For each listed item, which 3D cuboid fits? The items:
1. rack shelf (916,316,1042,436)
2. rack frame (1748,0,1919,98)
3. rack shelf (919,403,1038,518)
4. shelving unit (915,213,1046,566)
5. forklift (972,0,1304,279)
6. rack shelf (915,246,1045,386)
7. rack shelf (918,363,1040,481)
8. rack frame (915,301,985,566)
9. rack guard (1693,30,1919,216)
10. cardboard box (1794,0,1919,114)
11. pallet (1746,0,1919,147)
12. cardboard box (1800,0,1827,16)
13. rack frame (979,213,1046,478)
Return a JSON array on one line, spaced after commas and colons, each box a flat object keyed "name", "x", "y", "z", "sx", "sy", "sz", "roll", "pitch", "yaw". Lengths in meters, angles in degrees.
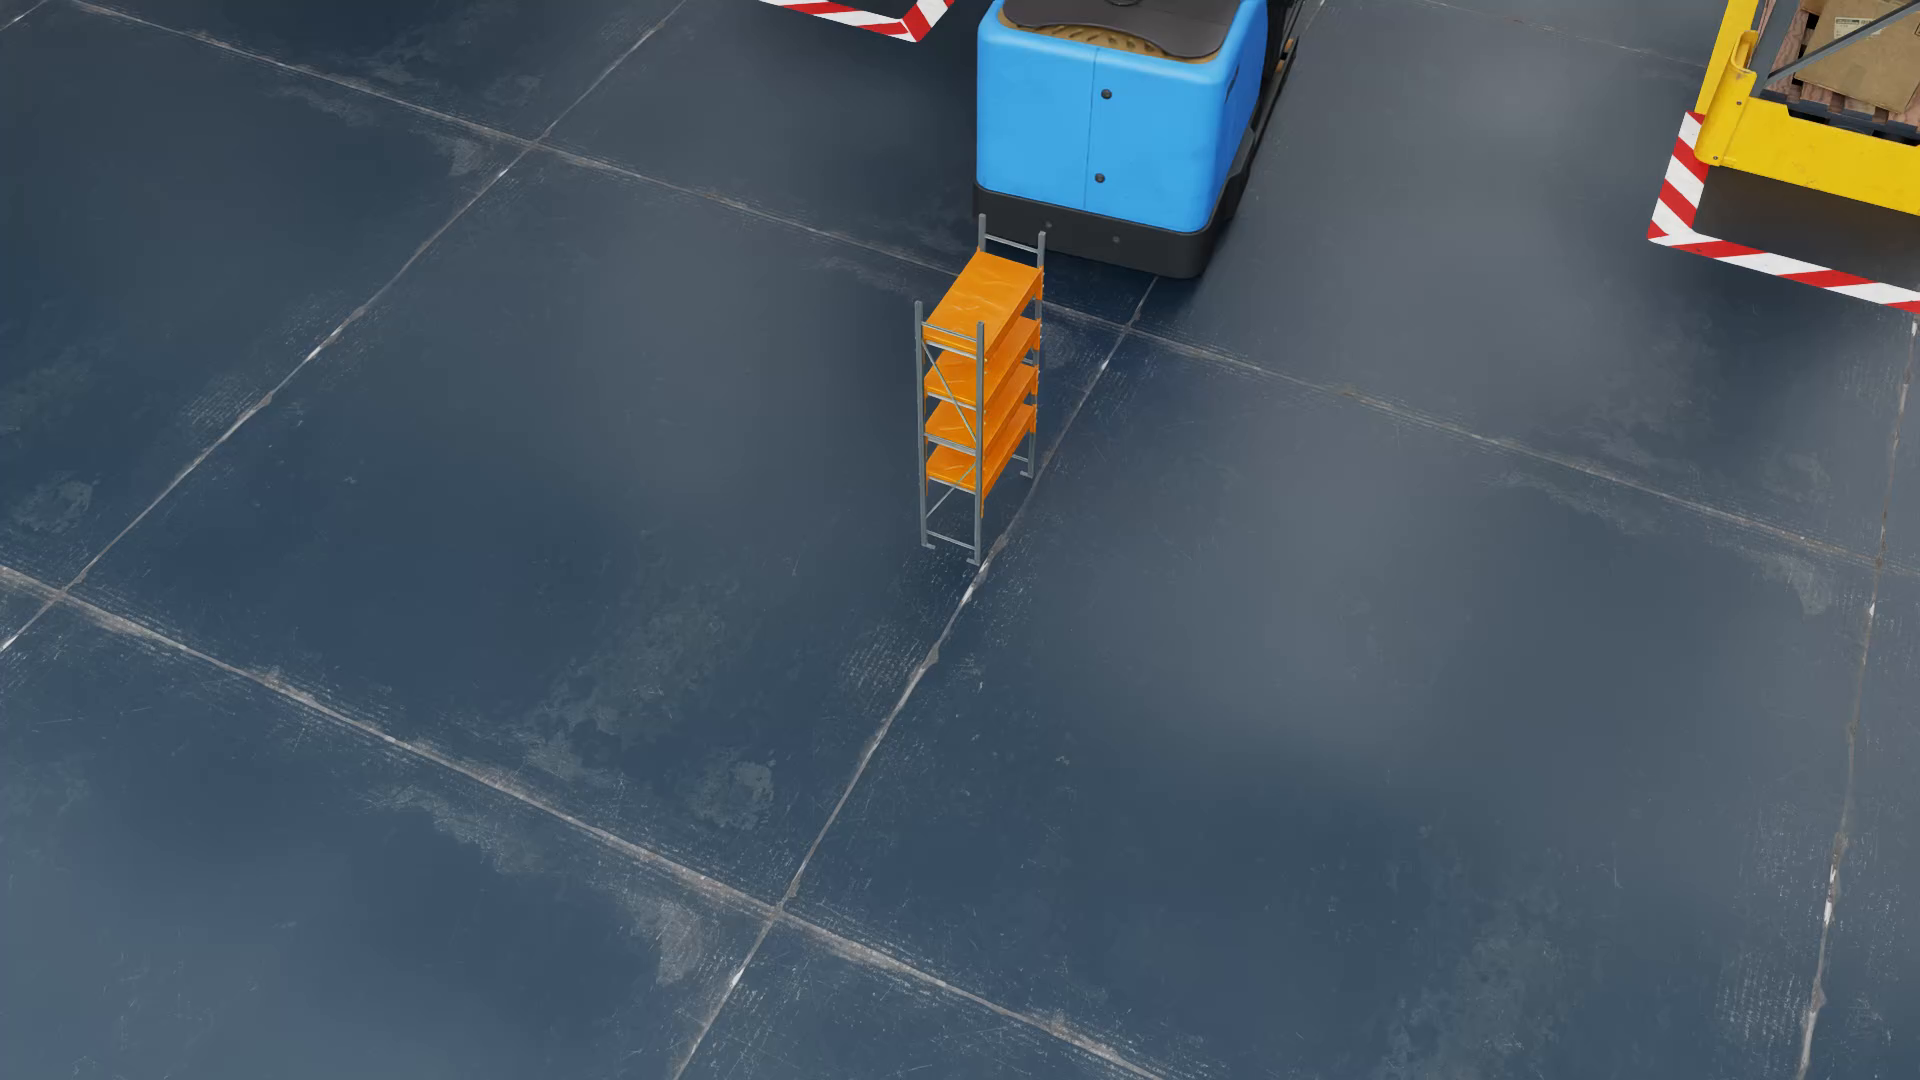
[{"name": "rack shelf", "x": 0.071, "y": -0.604, "z": 5.771, "sx": 0.258, "sy": 0.148, "sz": 0.480, "roll": 20, "pitch": 52, "yaw": 16}, {"name": "rack frame", "x": 3.984, "y": -2.625, "z": 6.514, "sx": 1.000, "sy": 3.000, "sz": 0.127, "roll": 20, "pitch": 52, "yaw": 16}, {"name": "rack shelf", "x": 0.071, "y": -0.331, "z": 6.092, "sx": 0.258, "sy": 0.148, "sz": 0.480, "roll": 20, "pitch": 52, "yaw": 16}, {"name": "shelving unit", "x": 0.071, "y": -0.503, "z": 5.890, "sx": 0.258, "sy": 1.200, "sz": 0.503, "roll": 20, "pitch": 52, "yaw": 16}, {"name": "forklift", "x": 1.025, "y": -3.216, "z": 7.062, "sx": 1.130, "sy": 2.935, "sz": 3.031, "roll": 15, "pitch": 51, "yaw": 12}, {"name": "rack shelf", "x": 0.071, "y": -0.757, "z": 5.591, "sx": 0.258, "sy": 0.148, "sz": 0.480, "roll": 20, "pitch": 52, "yaw": 16}, {"name": "rack shelf", "x": 0.071, "y": -0.459, "z": 5.941, "sx": 0.258, "sy": 0.148, "sz": 0.480, "roll": 20, "pitch": 52, "yaw": 16}, {"name": "rack frame", "x": -0.034, "y": -0.335, "z": 5.747, "sx": 0.240, "sy": 1.200, "sz": 0.015, "roll": 20, "pitch": 52, "yaw": 16}, {"name": "rack guard", "x": 4.016, "y": -1.867, "z": 7.510, "sx": 1.175, "sy": 0.500, "sz": 0.348, "roll": 20, "pitch": 52, "yaw": 16}, {"name": "cardboard box", "x": 4.266, "y": -2.375, "z": 7.667, "sx": 0.500, "sy": 0.500, "sz": 0.500, "roll": 29, "pitch": 55, "yaw": 22}, {"name": "pallet", "x": 4.395, "y": -2.321, "z": 8.087, "sx": 1.003, "sy": 0.211, "sz": 1.213, "roll": 20, "pitch": 52, "yaw": 16}, {"name": "cardboard box", "x": 4.490, "y": -2.798, "z": 8.027, "sx": 0.500, "sy": 0.500, "sz": 0.500, "roll": 33, "pitch": 57, "yaw": 25}, {"name": "rack frame", "x": 0.175, "y": -0.671, "z": 6.033, "sx": 0.240, "sy": 1.200, "sz": 0.015, "roll": 20, "pitch": 52, "yaw": 16}]
